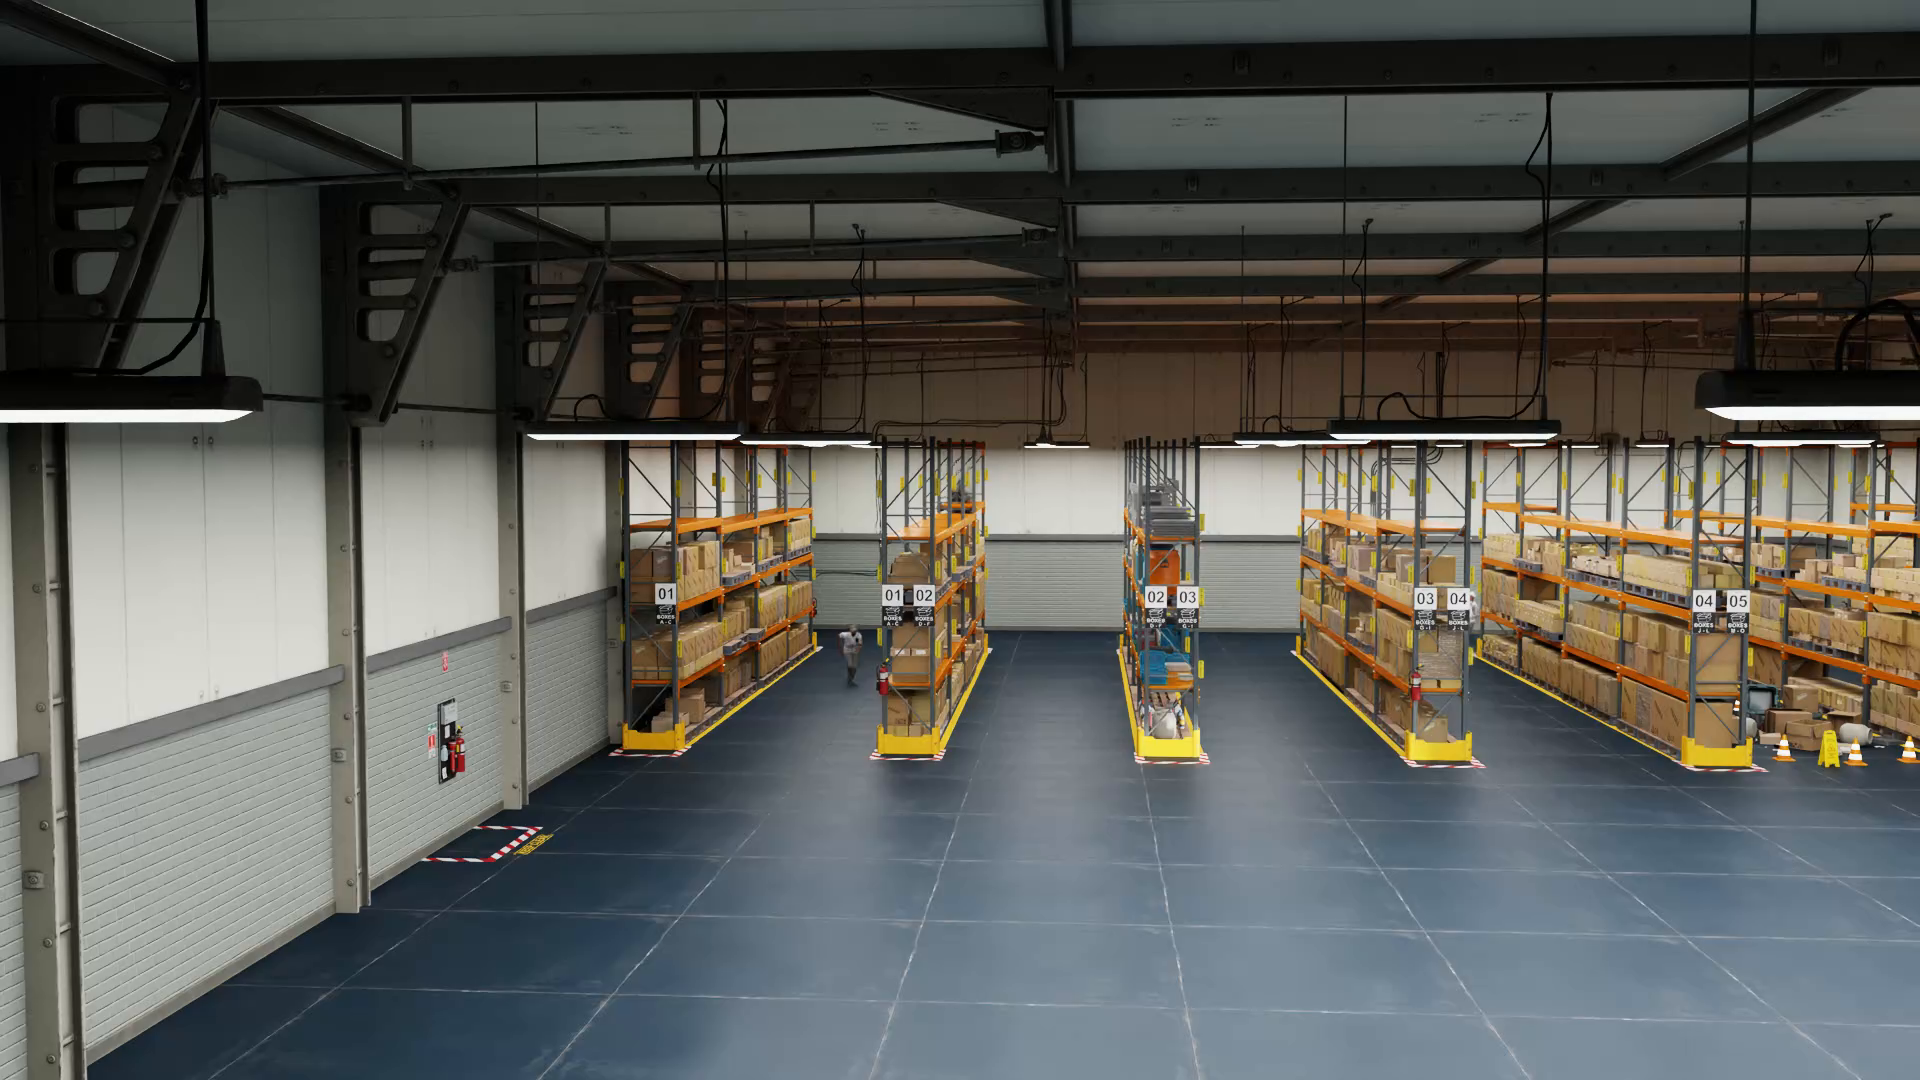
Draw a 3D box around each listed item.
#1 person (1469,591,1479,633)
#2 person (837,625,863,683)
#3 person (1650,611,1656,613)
[{"bbox_3d":[14.497,2.320,47.543,0.526,1.721,0.706,-2,4,-36],"label":"person"},{"bbox_3d":[-2.693,2.801,40.705,0.602,1.492,0.844,-1,3,-13],"label":"person"},{"bbox_3d":[16.976,2.668,40.750,0.671,1.829,0.901,0,3,0],"label":"person"}]
